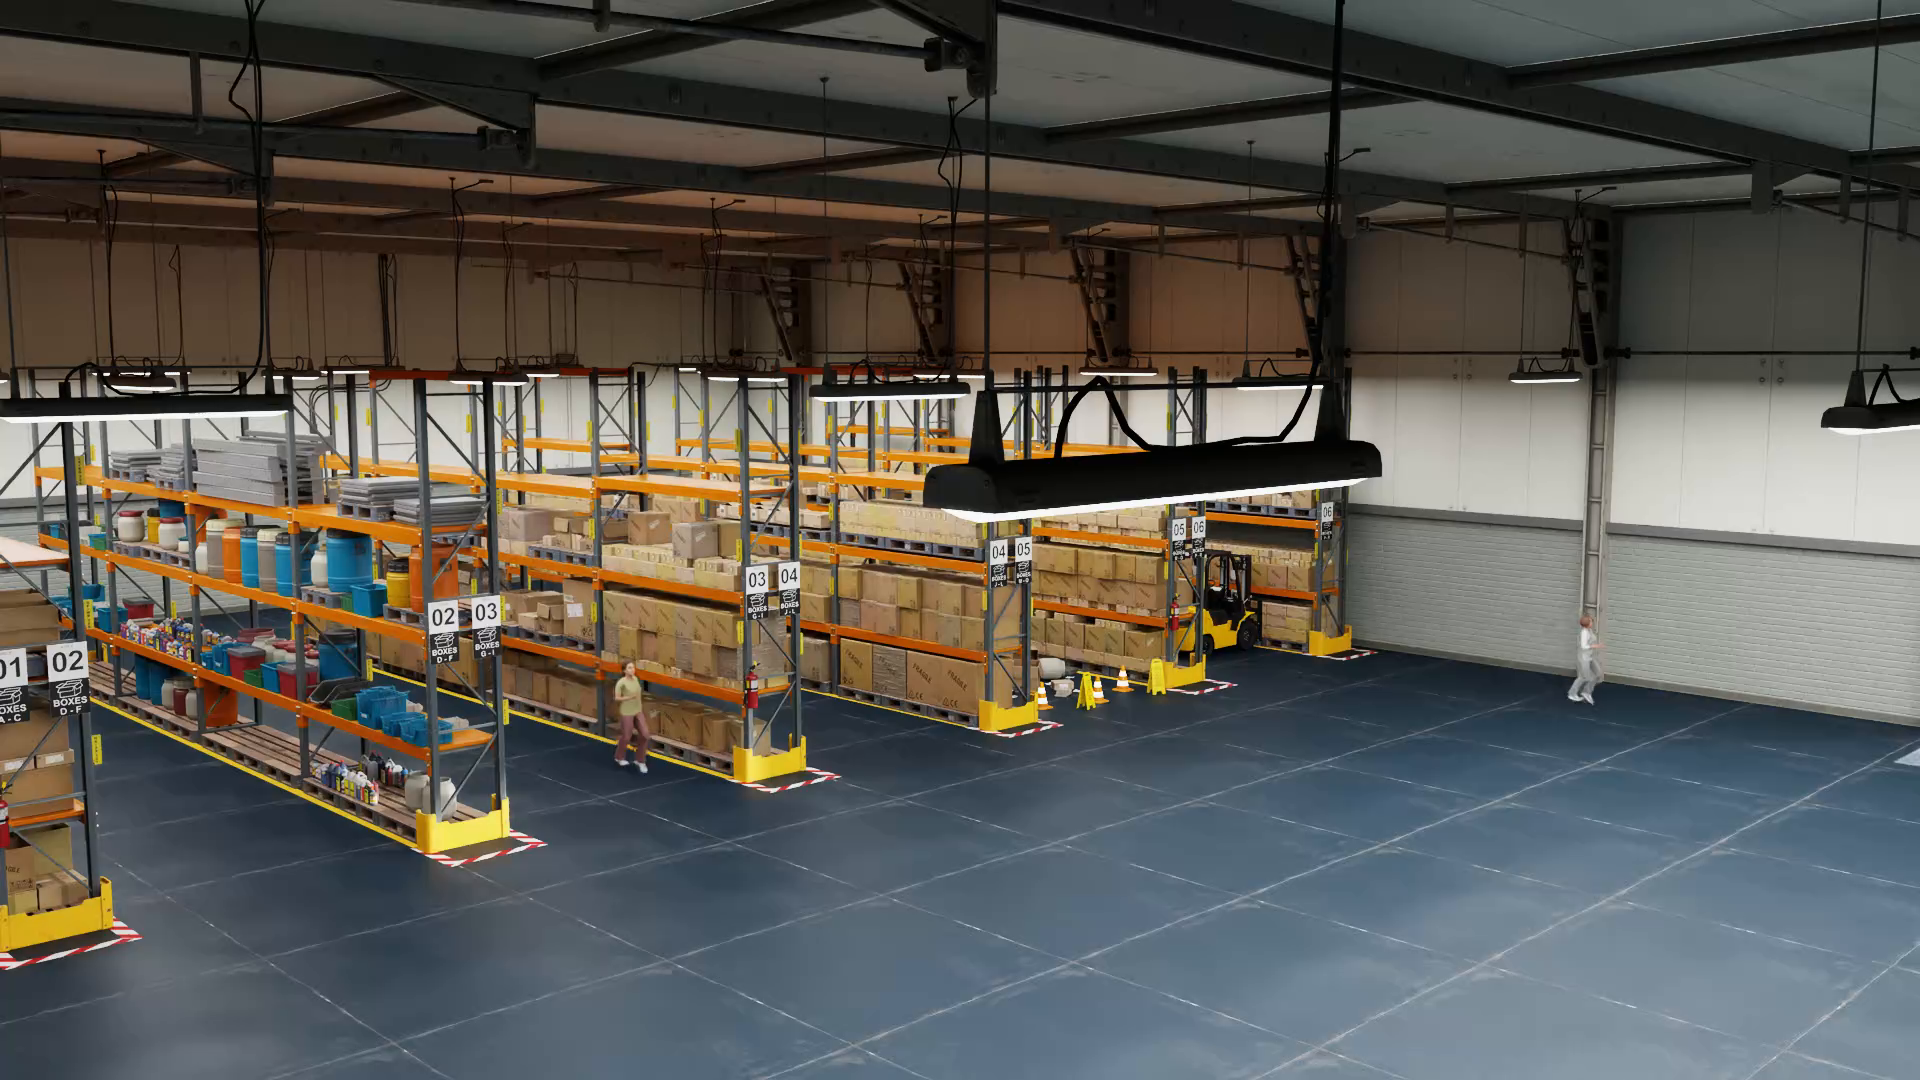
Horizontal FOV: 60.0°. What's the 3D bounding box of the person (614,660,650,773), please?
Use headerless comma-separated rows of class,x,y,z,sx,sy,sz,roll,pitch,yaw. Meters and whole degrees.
person,-5.000,2.672,25.179,0.698,1.701,0.559,6,9,43

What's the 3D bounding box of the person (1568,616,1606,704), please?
person,11.305,2.166,29.938,0.640,1.618,0.514,5,8,39
